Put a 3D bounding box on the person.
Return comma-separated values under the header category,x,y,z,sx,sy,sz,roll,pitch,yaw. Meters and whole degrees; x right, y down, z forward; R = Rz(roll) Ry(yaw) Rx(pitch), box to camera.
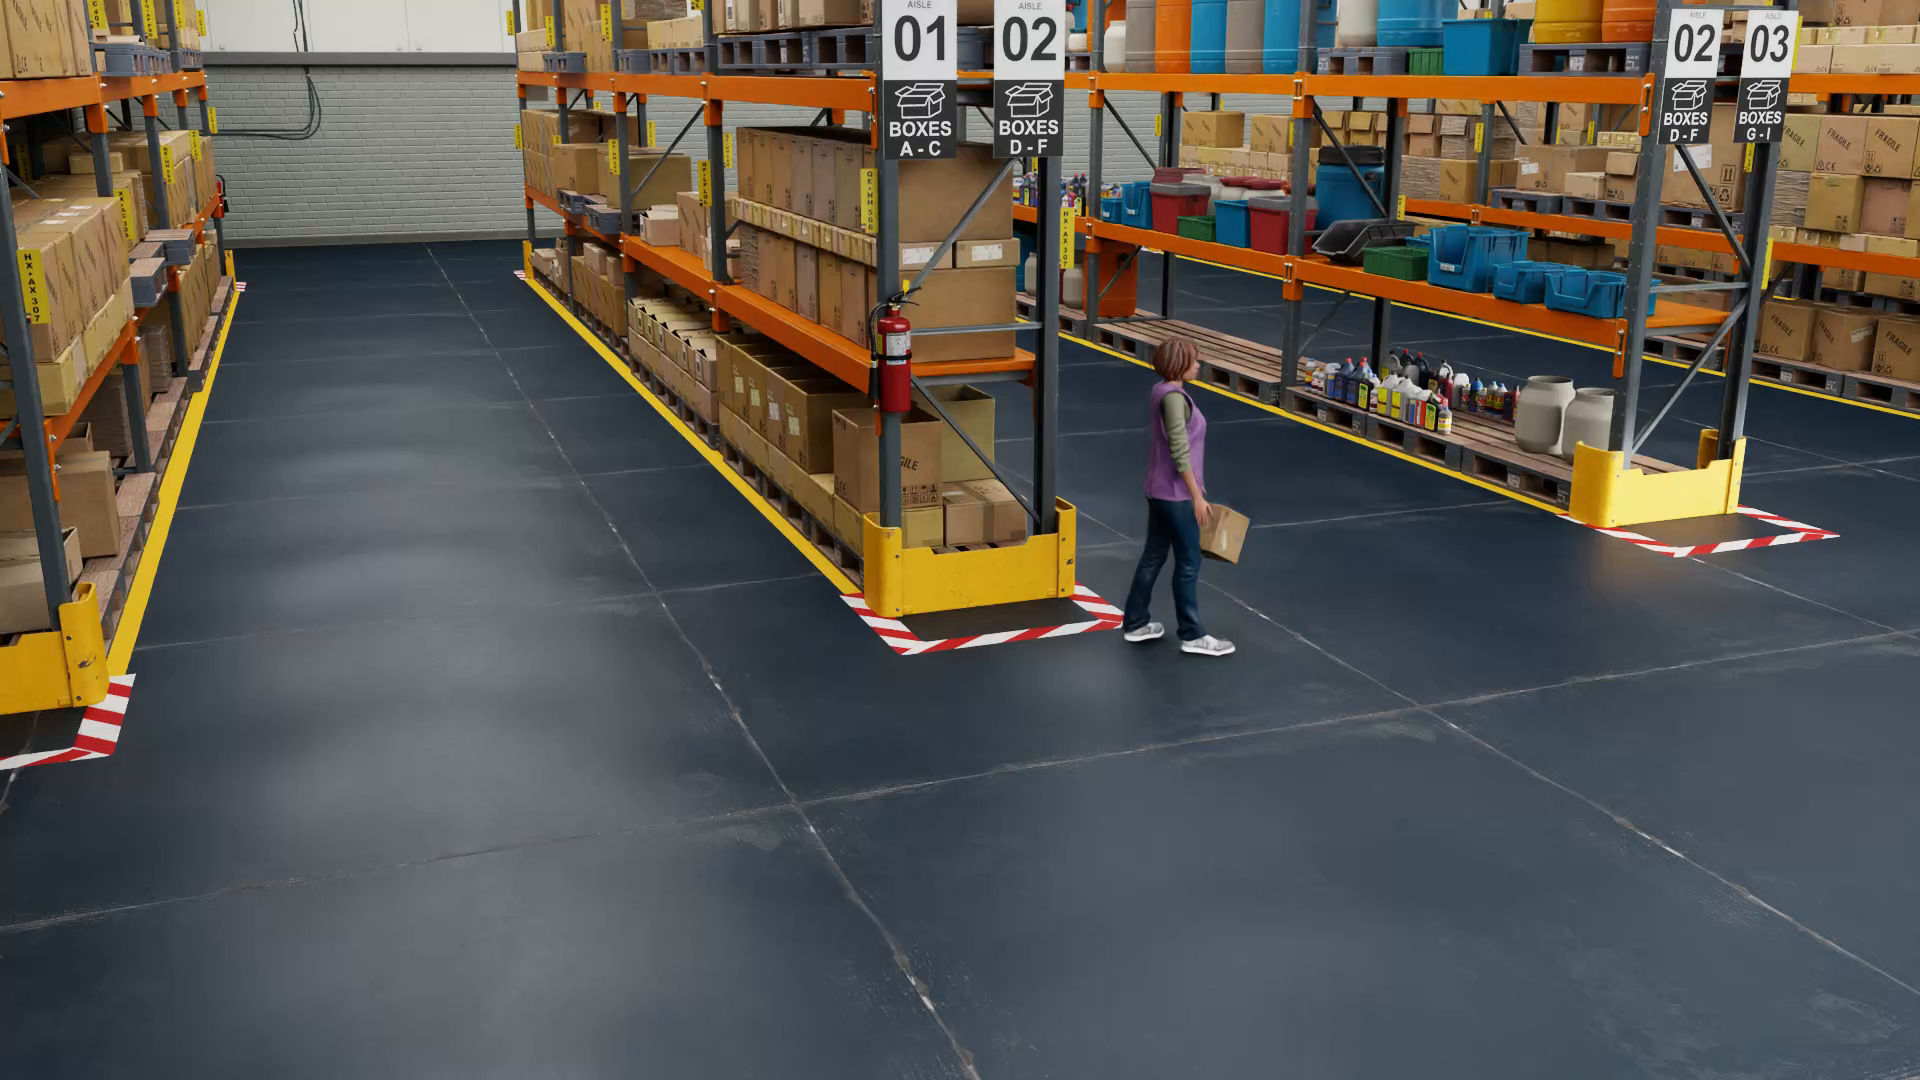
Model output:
category,x,y,z,sx,sy,sz,roll,pitch,yaw
person,1.109,-0.221,8.303,0.550,1.595,0.510,-1,16,-3
